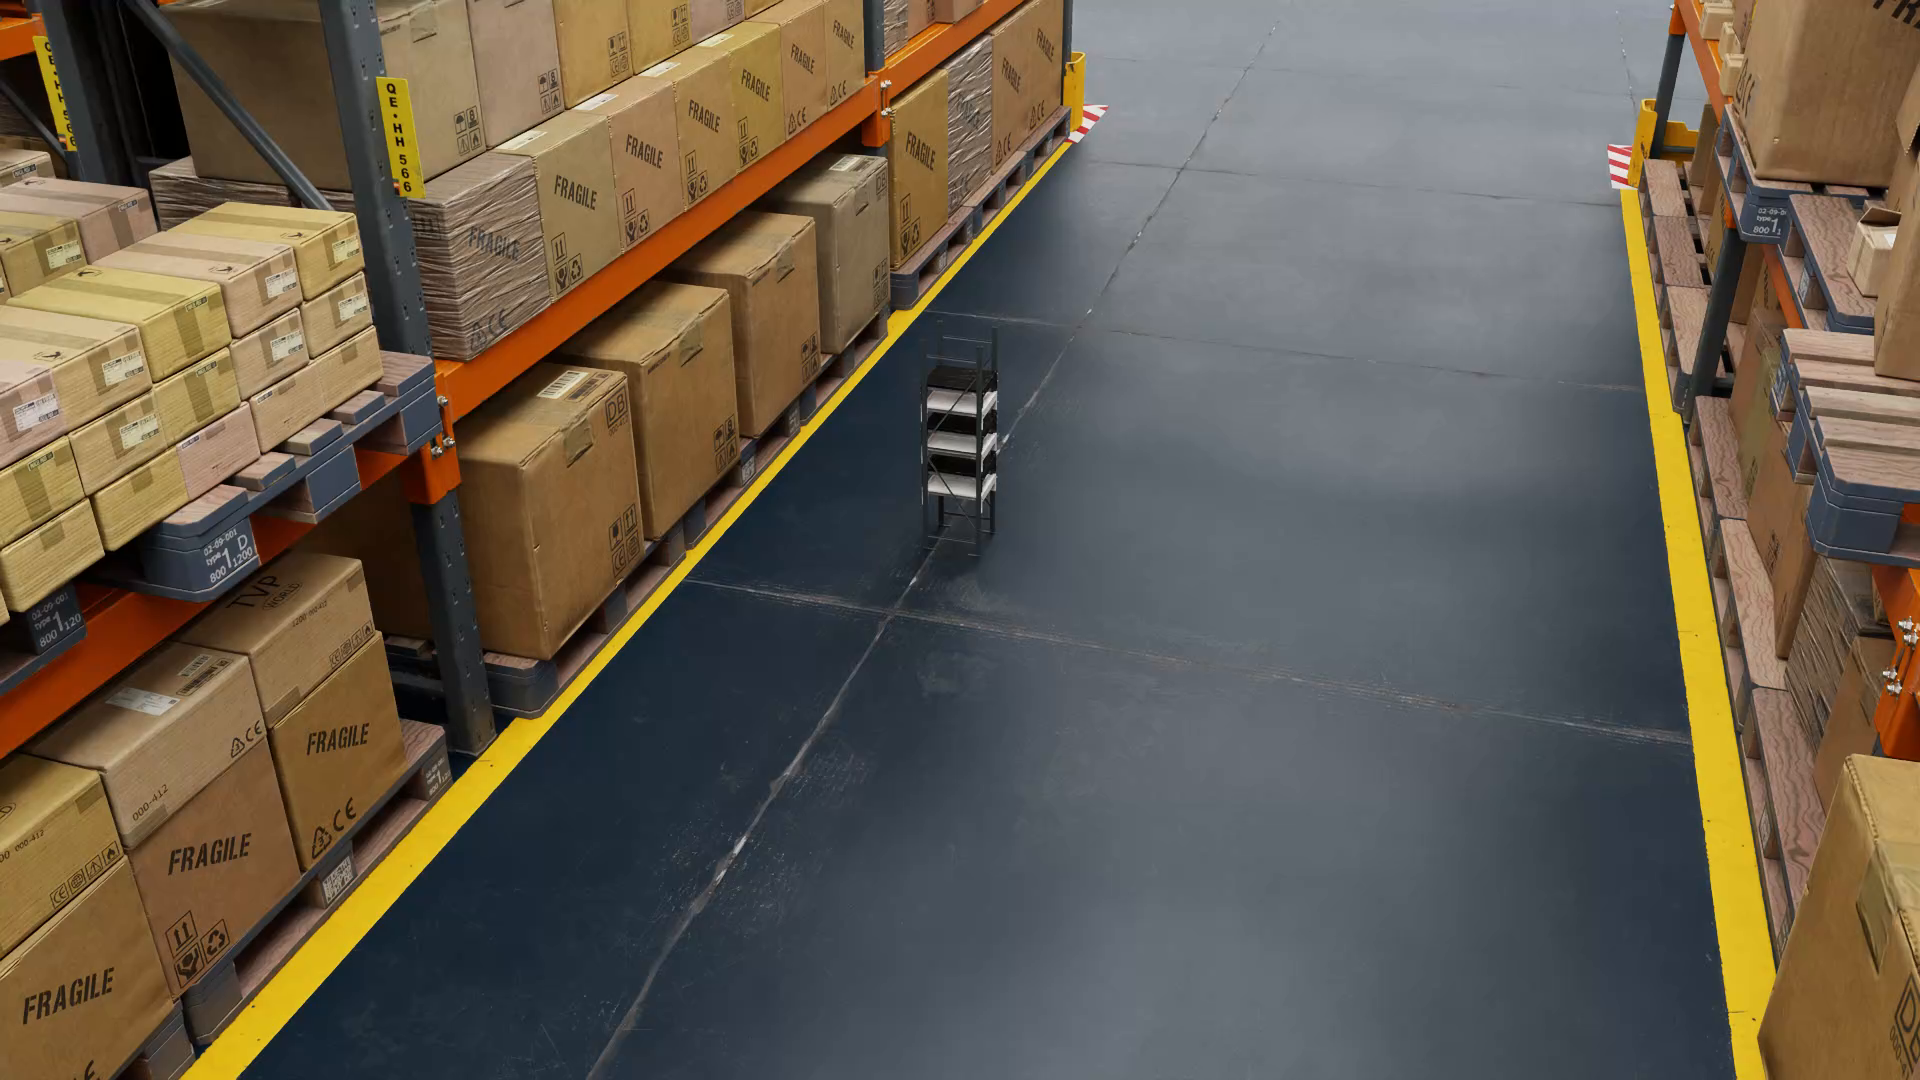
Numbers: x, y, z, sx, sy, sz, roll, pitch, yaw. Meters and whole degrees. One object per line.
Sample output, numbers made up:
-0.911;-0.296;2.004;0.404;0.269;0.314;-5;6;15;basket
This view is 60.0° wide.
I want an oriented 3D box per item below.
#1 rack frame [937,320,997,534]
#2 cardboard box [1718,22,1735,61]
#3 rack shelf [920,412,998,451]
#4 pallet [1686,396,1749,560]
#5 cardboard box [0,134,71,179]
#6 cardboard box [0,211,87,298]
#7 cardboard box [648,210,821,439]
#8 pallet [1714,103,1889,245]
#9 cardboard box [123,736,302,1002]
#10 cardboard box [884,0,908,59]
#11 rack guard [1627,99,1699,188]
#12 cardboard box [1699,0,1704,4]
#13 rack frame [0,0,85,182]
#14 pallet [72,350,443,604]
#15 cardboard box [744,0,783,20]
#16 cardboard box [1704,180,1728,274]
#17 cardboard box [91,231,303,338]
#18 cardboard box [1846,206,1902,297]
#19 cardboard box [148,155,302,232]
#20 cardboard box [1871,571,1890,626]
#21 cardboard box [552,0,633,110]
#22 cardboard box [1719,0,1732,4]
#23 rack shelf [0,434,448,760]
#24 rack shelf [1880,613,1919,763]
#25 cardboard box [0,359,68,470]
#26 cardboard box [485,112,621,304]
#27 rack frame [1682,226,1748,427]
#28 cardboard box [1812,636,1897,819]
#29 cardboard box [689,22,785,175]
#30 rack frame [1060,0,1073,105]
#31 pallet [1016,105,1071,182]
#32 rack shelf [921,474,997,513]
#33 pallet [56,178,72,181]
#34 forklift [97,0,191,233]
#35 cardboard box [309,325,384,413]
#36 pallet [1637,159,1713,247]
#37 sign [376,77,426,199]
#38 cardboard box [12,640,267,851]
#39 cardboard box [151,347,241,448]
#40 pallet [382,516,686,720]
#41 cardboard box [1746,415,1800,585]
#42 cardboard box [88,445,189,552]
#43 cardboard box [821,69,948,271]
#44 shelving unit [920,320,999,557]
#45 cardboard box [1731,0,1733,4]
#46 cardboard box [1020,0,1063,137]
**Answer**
0.027;-0.437;6.609;0.240;0.900;0.006;8;30;15;rack frame
4.081;-2.522;8.457;0.380;0.149;0.250;8;30;15;cardboard box
-0.002;-0.439;6.497;0.258;0.077;0.200;8;30;15;rack shelf
3.618;-0.214;6.918;1.003;0.211;1.213;8;30;15;pallet
-5.712;-2.504;10.562;0.500;0.250;0.500;10;31;17;cardboard box
-2.438;-0.712;4.159;0.380;0.149;0.250;8;30;14;cardboard box
-1.250;-1.001;7.346;1.050;0.750;0.750;8;30;15;cardboard box
3.482;-1.377;6.337;1.003;0.211;1.213;8;30;15;pallet
-2.140;0.802;4.362;0.500;0.500;0.500;10;31;17;cardboard box
-0.770;-2.788;8.523;0.875;0.550;0.550;8;30;15;cardboard box
4.997;-2.526;10.777;1.175;0.500;0.348;8;30;15;rack guard
4.528;-3.218;9.708;0.380;0.149;0.250;8;30;15;cardboard box
-5.629;-3.209;9.433;1.000;3.000;0.127;8;30;15;rack frame
-2.148;-0.261;4.330;1.213;0.211;1.003;8;30;15;pallet
-1.156;-2.560;7.134;0.700;0.500;0.500;8;30;14;cardboard box
4.269;-1.633;8.740;0.500;0.500;0.500;6;30;10;cardboard box
-1.823;-0.615;3.985;0.380;0.149;0.250;8;30;14;cardboard box
2.902;-0.874;4.943;0.396;0.266;0.258;8;30;13;cardboard box
-2.166;-0.982;5.327;0.500;0.500;0.500;8;30;15;cardboard box
2.985;0.073;4.881;0.500;0.250;0.500;12;31;20;cardboard box
-1.604;-1.853;5.864;0.700;0.500;0.500;8;30;14;cardboard box
4.347;-2.864;9.071;0.380;0.149;0.250;8;30;15;cardboard box
-2.628;0.553;3.411;1.077;0.370;4.000;8;30;15;rack shelf
2.084;1.308;2.054;1.077;0.370;4.000;8;30;15;rack shelf
-2.051;-0.257;3.342;0.380;0.149;0.250;9;30;15;cardboard box
-1.505;-1.141;5.613;0.500;0.500;0.500;8;30;14;cardboard box
3.845;-1.795;6.891;1.000;3.000;0.127;8;30;15;rack frame
2.848;0.650;4.615;0.700;0.500;0.500;7;30;12;cardboard box
-1.061;-1.843;6.875;0.500;0.500;0.500;9;30;15;cardboard box
0.307;-4.409;11.590;1.000;3.000;0.127;8;30;15;rack frame
0.147;-2.807;11.579;1.003;0.211;1.213;8;30;15;pallet
-0.002;-0.203;6.628;0.258;0.077;0.200;8;30;15;rack shelf
-5.465;-2.308;10.681;1.003;0.211;1.213;8;30;15;pallet
-2.890;-1.922;7.190;1.130;2.935;3.031;9;30;15;forklift
-1.746;-0.470;4.335;0.380;0.149;0.250;9;30;16;cardboard box
4.724;-2.028;10.178;1.003;0.211;1.213;8;30;15;pallet
-1.519;-1.089;4.513;0.100;0.325;0.005;8;30;15;sign
-2.129;0.482;4.166;0.500;0.250;0.500;9;30;16;cardboard box
-1.902;-0.353;3.820;0.380;0.149;0.250;9;30;16;cardboard box
-1.738;0.172;6.224;1.003;0.211;1.213;8;30;15;pallet
3.322;-0.134;6.023;0.700;0.500;0.500;6;30;11;cardboard box
-1.973;-0.120;3.706;0.380;0.149;0.250;8;30;14;cardboard box
-0.615;-2.087;9.170;0.875;0.875;0.875;9;30;16;cardboard box
-0.002;-0.389;6.524;0.258;0.900;0.210;8;30;15;shelving unit
4.611;-3.100;8.829;0.875;0.500;0.500;8;30;15;cardboard box
0.171;-3.339;11.421;0.875;0.875;0.875;9;30;15;cardboard box
